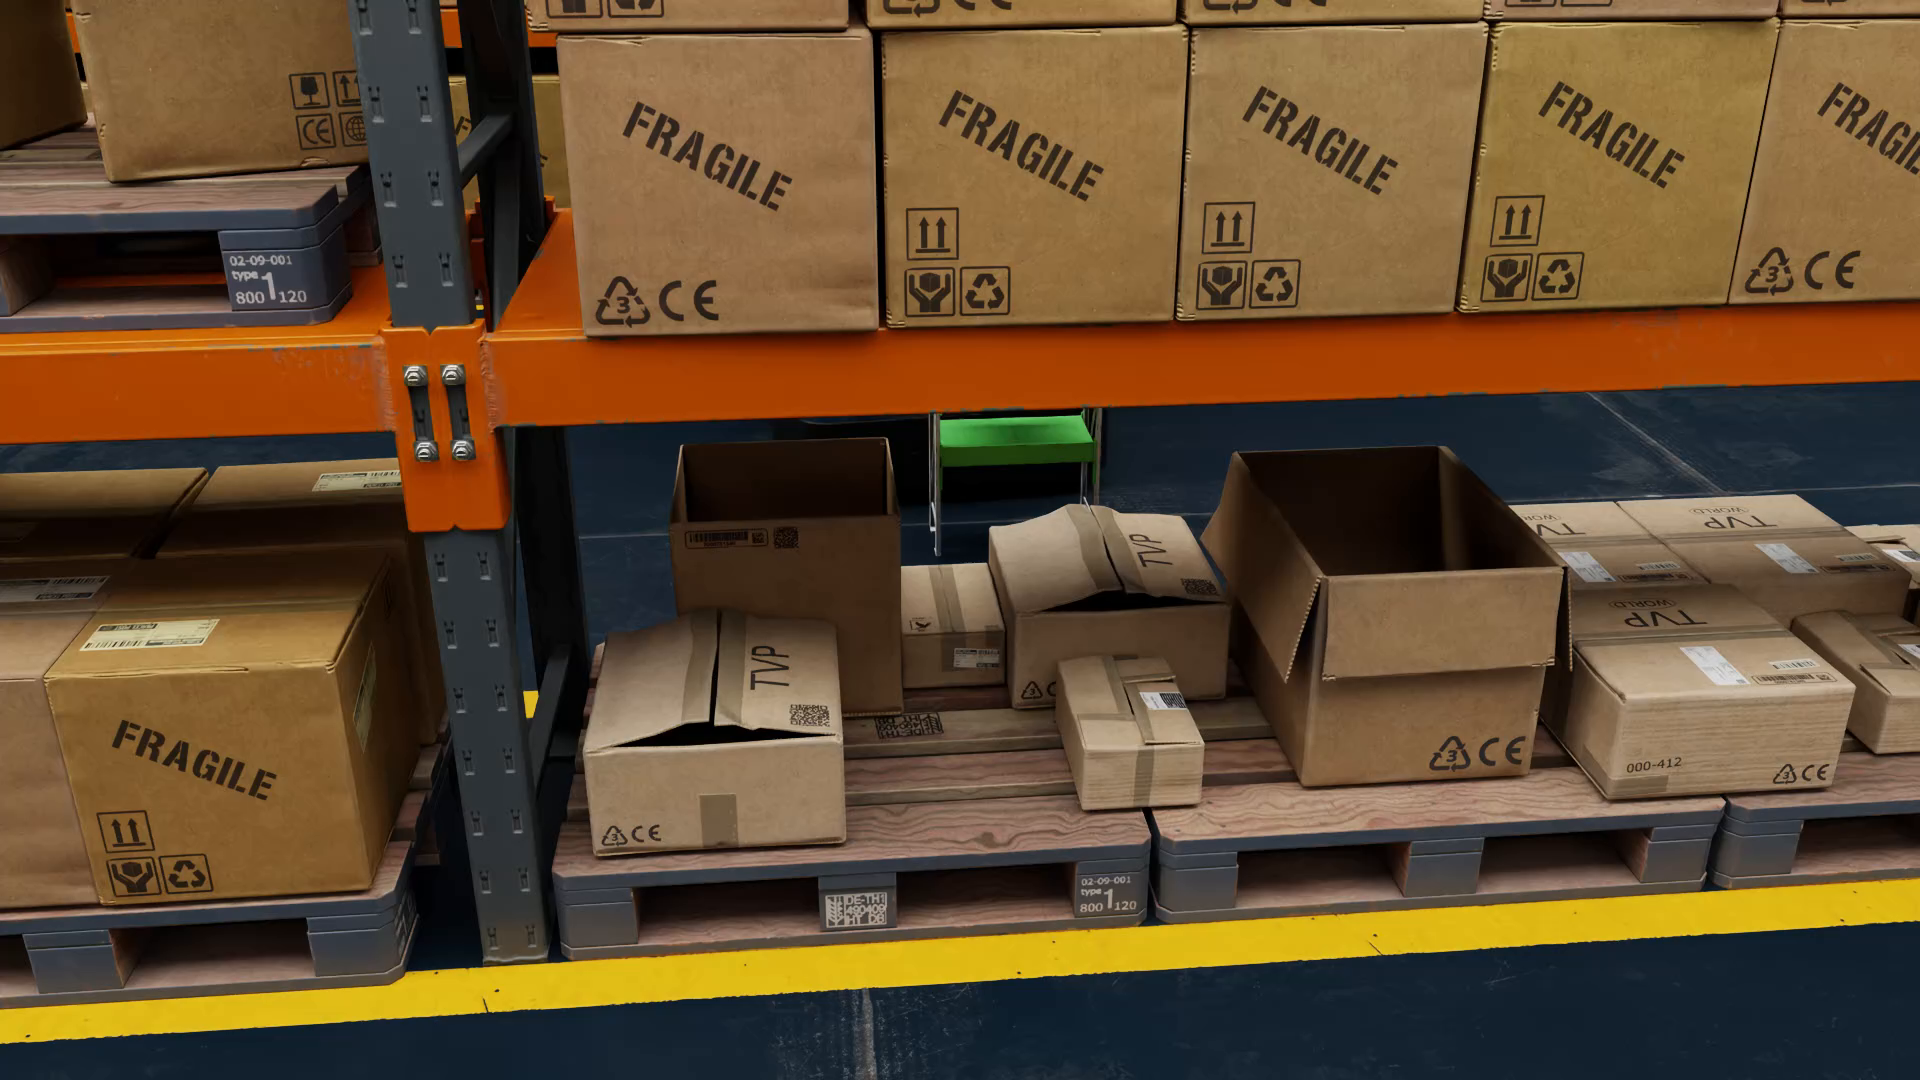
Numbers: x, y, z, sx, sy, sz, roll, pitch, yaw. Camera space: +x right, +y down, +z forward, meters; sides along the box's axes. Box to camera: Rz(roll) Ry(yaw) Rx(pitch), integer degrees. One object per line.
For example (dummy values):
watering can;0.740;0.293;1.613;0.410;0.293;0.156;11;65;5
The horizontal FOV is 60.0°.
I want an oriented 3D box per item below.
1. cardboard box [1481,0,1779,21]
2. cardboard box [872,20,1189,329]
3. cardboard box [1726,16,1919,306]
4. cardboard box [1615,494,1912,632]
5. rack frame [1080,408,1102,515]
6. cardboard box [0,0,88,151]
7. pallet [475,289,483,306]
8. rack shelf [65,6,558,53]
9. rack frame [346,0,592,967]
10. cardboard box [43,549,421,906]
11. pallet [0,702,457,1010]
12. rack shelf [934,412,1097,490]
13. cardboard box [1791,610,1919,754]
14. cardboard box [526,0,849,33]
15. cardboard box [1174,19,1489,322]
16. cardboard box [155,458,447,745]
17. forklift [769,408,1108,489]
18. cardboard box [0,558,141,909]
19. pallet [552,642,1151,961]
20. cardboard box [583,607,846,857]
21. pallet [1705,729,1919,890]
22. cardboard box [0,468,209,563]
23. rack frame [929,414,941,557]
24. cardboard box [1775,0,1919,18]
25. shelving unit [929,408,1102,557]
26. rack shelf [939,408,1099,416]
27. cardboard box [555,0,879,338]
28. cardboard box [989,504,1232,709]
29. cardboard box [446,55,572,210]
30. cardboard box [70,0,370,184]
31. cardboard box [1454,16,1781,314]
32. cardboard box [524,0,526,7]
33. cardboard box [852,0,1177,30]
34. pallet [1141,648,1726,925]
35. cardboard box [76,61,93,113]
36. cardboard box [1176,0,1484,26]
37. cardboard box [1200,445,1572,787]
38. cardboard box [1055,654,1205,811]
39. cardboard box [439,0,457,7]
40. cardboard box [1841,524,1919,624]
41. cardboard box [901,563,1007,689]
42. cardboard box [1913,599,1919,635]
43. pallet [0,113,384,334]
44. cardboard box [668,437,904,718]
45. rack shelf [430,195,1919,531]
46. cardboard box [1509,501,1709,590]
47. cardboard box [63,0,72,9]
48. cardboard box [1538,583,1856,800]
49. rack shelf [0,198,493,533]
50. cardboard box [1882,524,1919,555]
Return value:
cardboard box;1.096;-1.190;2.881;0.500;0.500;0.500;-2;24;-4
cardboard box;0.104;-0.698;3.005;0.500;0.500;0.500;-2;24;-4
cardboard box;1.609;-0.758;3.140;0.500;0.500;0.500;-2;24;-5
cardboard box;1.974;0.102;4.171;0.500;0.250;0.500;-2;24;-5
rack frame;0.408;-0.565;5.043;0.015;1.200;0.240;-2;24;-5
cardboard box;-2.111;-0.977;3.114;0.500;0.500;0.700;1;24;3
pallet;-2.191;-1.387;8.111;1.213;0.211;1.003;-2;24;-5
rack shelf;-3.421;-2.314;7.649;4.000;0.370;1.077;-2;24;-5
rack frame;-0.940;-0.721;3.178;0.127;3.000;1.000;-2;24;-5
cardboard box;-1.403;0.356;3.292;0.500;0.500;0.500;-2;24;-5
pallet;-1.745;0.601;3.637;1.213;0.211;1.003;-2;24;-5
rack shelf;0.165;-0.277;5.145;0.480;0.148;0.258;-2;24;-5
cardboard box;2.112;0.314;3.796;0.250;0.166;0.380;-2;24;-5
cardboard box;-0.443;-1.128;2.741;0.500;0.500;0.500;-2;24;-4
cardboard box;0.602;-0.717;3.048;0.500;0.500;0.500;-2;24;-5
cardboard box;-1.445;0.141;3.775;0.500;0.500;0.500;-3;24;-8
forklift;-0.293;-2.062;6.280;1.130;2.935;3.031;-5;24;-10
cardboard box;-1.895;0.372;3.255;0.500;0.500;0.500;-2;24;-5
pallet;-0.256;0.527;3.805;1.213;0.211;1.003;-2;24;-5
cardboard box;-0.501;0.378;3.476;0.500;0.311;0.500;-2;24;-5
pallet;2.172;0.429;4.025;1.213;0.211;1.003;-2;24;-5
cardboard box;-1.975;0.167;3.717;0.500;0.500;0.500;-2;24;-4
rack frame;-0.078;-0.545;4.999;0.015;1.200;0.240;-2;24;-5
cardboard box;1.607;-1.211;2.927;0.500;0.500;0.500;-2;24;-4
shelving unit;0.165;-0.555;5.021;0.503;1.200;0.258;-2;24;-5
rack shelf;0.165;-0.496;5.047;0.480;0.148;0.258;-2;24;-5
cardboard box;-0.406;-0.677;2.956;0.500;0.500;0.500;-2;24;-4
cardboard box;0.346;0.140;4.011;0.500;0.311;0.500;-2;24;-5
cardboard box;-2.064;-1.854;7.857;0.750;0.750;0.750;-2;24;-5
cardboard box;-1.433;-1.030;3.233;0.500;0.500;0.700;-11;26;-23
cardboard box;1.108;-0.738;3.095;0.500;0.500;0.500;-3;24;-6
cardboard box;-1.988;-2.470;7.398;0.250;0.149;0.380;-2;24;-4
cardboard box;0.070;-1.149;2.788;0.500;0.500;0.500;-3;24;-7
pallet;0.961;0.477;3.918;1.213;0.211;1.003;-2;24;-5
cardboard box;-3.794;-1.781;7.694;0.750;0.750;0.750;-2;24;-5
cardboard box;0.582;-1.169;2.834;0.500;0.500;0.500;-3;24;-7
cardboard box;0.929;0.142;3.769;0.637;0.503;0.797;-2;24;-5
cardboard box;0.359;0.405;3.592;0.250;0.166;0.380;-2;24;-5
cardboard box;-2.250;-2.477;7.415;0.250;0.149;0.380;-2;24;-3
cardboard box;2.342;0.101;4.276;0.250;0.166;0.380;-2;24;-5
cardboard box;-0.033;0.204;4.065;0.250;0.149;0.380;-2;24;-5
cardboard box;2.524;0.182;3.683;0.500;0.500;0.500;-2;24;-5
pallet;-1.746;-0.645;3.245;1.213;0.211;1.003;-2;24;-5
cardboard box;-0.401;0.083;3.906;0.500;0.500;0.500;-2;24;-5
rack shelf;1.051;-0.472;3.504;4.000;0.370;1.077;-2;24;-5
cardboard box;1.477;0.122;4.126;0.500;0.250;0.500;-2;24;-5
cardboard box;-3.783;-2.440;7.330;0.250;0.149;0.380;-2;24;-4
cardboard box;1.576;0.322;3.676;0.500;0.250;0.500;-2;24;-5
rack shelf;-2.930;-0.312;3.145;4.000;0.370;1.077;-2;24;-5
cardboard box;2.590;0.099;4.302;0.250;0.149;0.380;-2;24;-5
